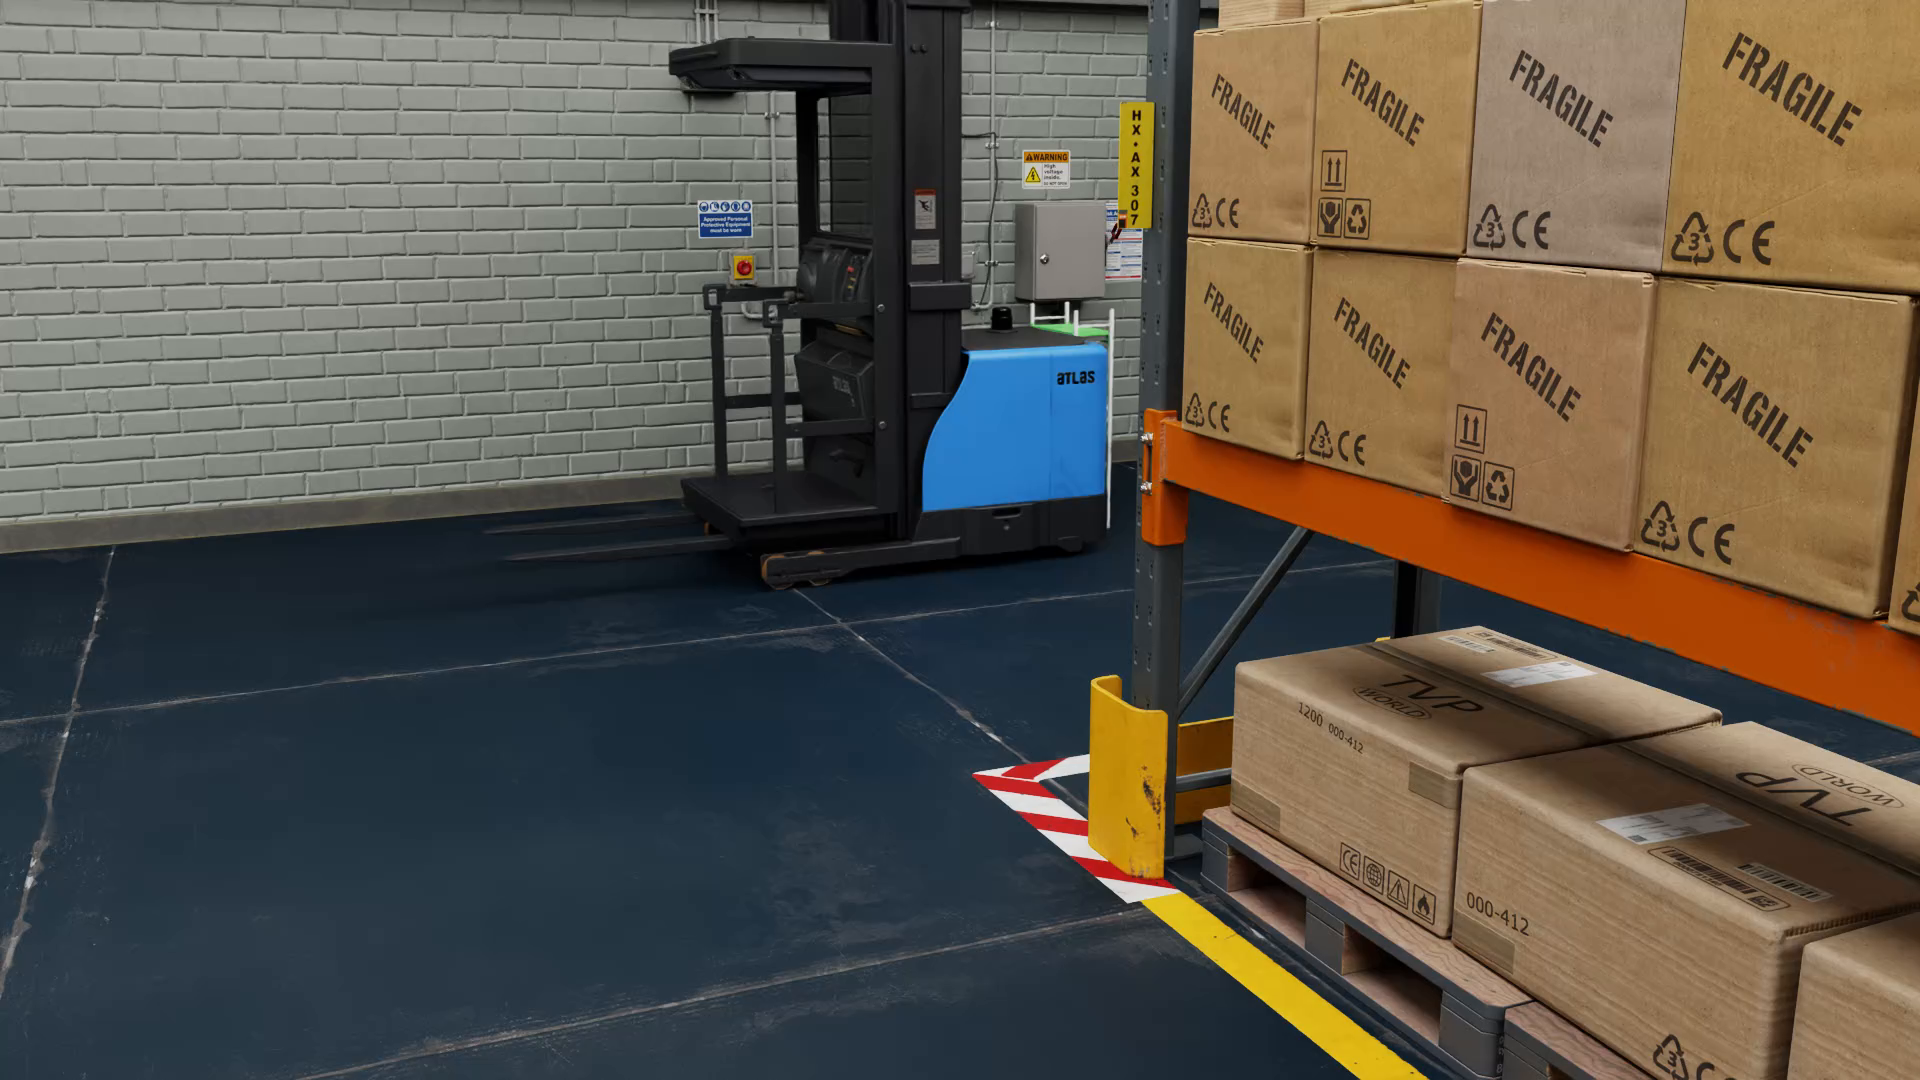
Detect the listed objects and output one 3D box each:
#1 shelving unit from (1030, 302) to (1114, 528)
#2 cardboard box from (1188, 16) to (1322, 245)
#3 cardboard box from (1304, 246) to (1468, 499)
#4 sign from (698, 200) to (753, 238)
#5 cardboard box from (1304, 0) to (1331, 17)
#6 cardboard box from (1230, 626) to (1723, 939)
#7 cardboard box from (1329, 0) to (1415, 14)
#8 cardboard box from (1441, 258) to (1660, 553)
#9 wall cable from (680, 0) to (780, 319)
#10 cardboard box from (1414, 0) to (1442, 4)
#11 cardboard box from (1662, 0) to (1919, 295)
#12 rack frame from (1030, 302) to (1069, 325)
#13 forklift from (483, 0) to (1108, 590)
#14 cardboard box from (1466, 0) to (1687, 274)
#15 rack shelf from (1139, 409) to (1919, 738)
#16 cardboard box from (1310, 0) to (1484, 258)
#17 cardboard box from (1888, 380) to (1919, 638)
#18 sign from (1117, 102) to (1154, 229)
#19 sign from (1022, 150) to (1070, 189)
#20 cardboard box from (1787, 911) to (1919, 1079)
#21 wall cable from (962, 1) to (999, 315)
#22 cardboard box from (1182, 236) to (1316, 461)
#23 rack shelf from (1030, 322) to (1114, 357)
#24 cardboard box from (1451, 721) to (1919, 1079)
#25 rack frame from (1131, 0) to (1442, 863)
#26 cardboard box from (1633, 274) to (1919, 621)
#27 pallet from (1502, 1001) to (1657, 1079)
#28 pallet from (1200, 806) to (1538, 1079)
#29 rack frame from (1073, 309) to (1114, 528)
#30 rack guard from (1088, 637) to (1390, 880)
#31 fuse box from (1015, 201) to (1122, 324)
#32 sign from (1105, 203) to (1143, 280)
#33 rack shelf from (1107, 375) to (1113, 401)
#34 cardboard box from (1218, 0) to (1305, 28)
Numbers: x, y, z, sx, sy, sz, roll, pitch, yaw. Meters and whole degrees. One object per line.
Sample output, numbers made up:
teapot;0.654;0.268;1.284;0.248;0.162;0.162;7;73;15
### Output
shelving unit;0.606;-0.689;9.184;0.258;1.200;0.503;-6;14;-25
cardboard box;0.907;-0.988;4.048;0.500;0.500;0.500;-6;14;-24
cardboard box;1.133;-0.399;3.719;0.500;0.500;0.500;-6;14;-24
sign;-1.373;-1.880;9.741;0.327;0.218;0.001;-6;14;-23
cardboard box;1.034;-1.283;3.883;0.380;0.149;0.250;-5;14;-22
cardboard box;1.331;0.594;4.403;0.875;0.438;0.875;-6;14;-25
cardboard box;1.033;-1.219;3.606;0.380;0.149;0.250;-5;14;-21
cardboard box;1.320;-0.292;3.258;0.500;0.500;0.500;-6;14;-23
wall cable;-1.305;-2.250;9.618;0.585;1.953;0.123;-6;14;-23
cardboard box;1.155;-1.166;3.378;0.380;0.149;0.250;-6;14;-25
cardboard box;1.534;-0.673;2.688;0.500;0.500;0.500;-6;14;-23
rack frame;0.501;-0.738;9.398;0.240;1.200;0.015;-6;14;-25
forklift;-0.802;-1.328;8.108;3.031;2.935;1.130;-6;14;-24
cardboard box;1.333;-0.776;3.133;0.500;0.500;0.500;-6;14;-23
rack shelf;1.777;0.187;3.007;1.077;0.370;4.000;-6;14;-23
cardboard box;1.120;-0.882;3.589;0.500;0.500;0.500;-6;14;-24
cardboard box;1.732;-0.081;2.344;0.500;0.500;0.500;-6;14;-24
sign;0.465;-0.989;4.393;0.100;0.325;0.005;-6;14;-23
sign;0.545;-2.340;10.495;0.339;0.242;0.001;-6;14;-23
cardboard box;2.065;0.969;2.783;0.875;0.438;0.875;-6;14;-25
wall cable;-0.010;-2.365;10.185;0.588;1.984;0.122;-6;14;-23
cardboard box;0.905;-0.501;4.159;0.500;0.500;0.500;-6;14;-23
rack shelf;0.606;-1.094;9.090;0.258;0.148;0.480;-6;14;-25
cardboard box;1.706;0.782;3.589;0.875;0.438;0.875;-5;14;-21
rack frame;0.975;-0.577;4.711;1.000;3.000;0.127;-6;14;-23
cardboard box;1.536;-0.190;2.817;0.500;0.500;0.500;-5;14;-21
pallet;1.852;1.191;3.255;1.003;0.211;1.213;-6;14;-23
pallet;1.367;0.940;4.342;1.003;0.211;1.213;-6;14;-23
rack frame;0.712;-0.639;8.970;0.240;1.200;0.015;-6;14;-25
rack guard;0.966;0.636;5.015;1.175;0.500;0.348;-6;14;-23
fuse box;0.678;-1.272;10.570;0.539;1.711;0.414;-6;14;-23
sign;1.048;-1.941;10.814;0.329;0.494;0.001;-6;14;-23
rack shelf;0.606;-0.860;9.144;0.258;0.148;0.480;-6;14;-25
cardboard box;0.864;-1.331;4.089;0.380;0.149;0.250;-5;14;-22
